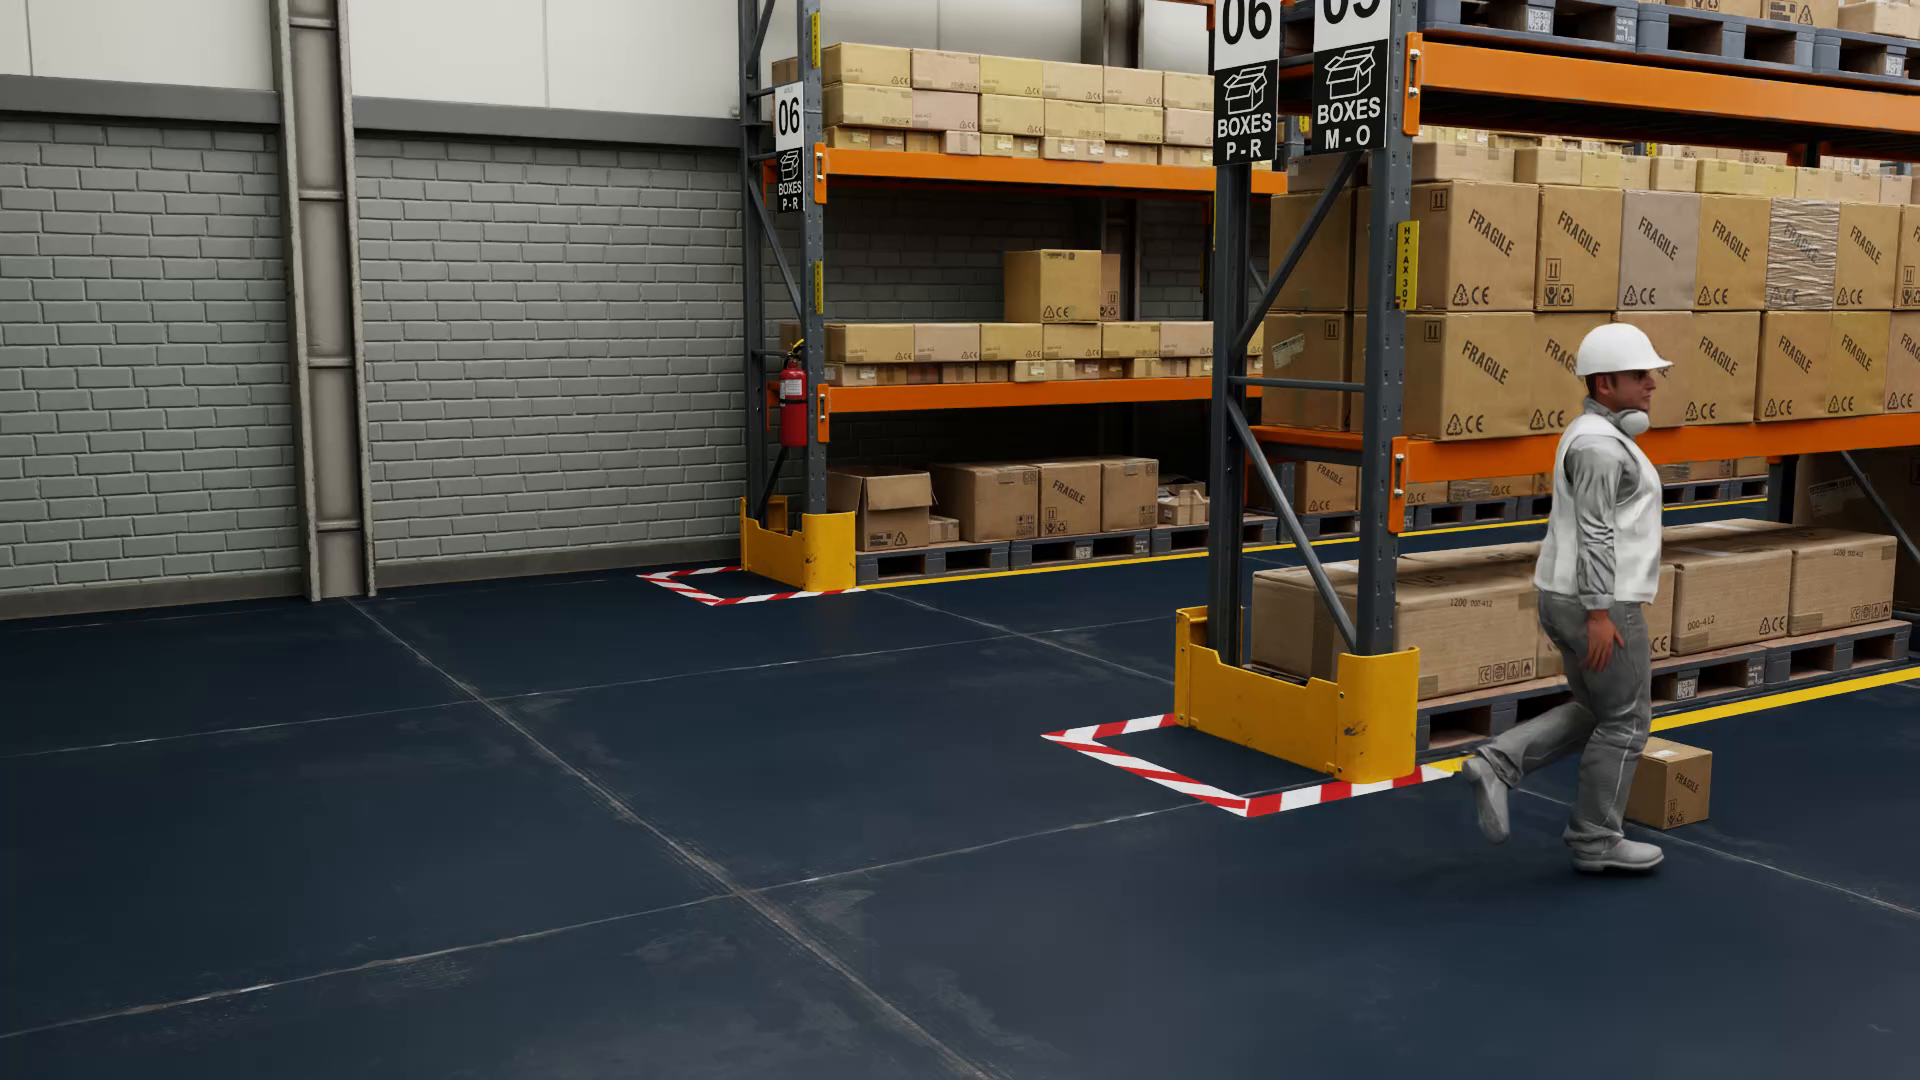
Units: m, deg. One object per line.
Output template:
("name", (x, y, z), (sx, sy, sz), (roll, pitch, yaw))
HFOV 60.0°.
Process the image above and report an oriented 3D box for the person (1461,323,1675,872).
("person", (1.977, 0.185, 5.364), (0.641, 1.754, 0.561), (1, 8, 7))
